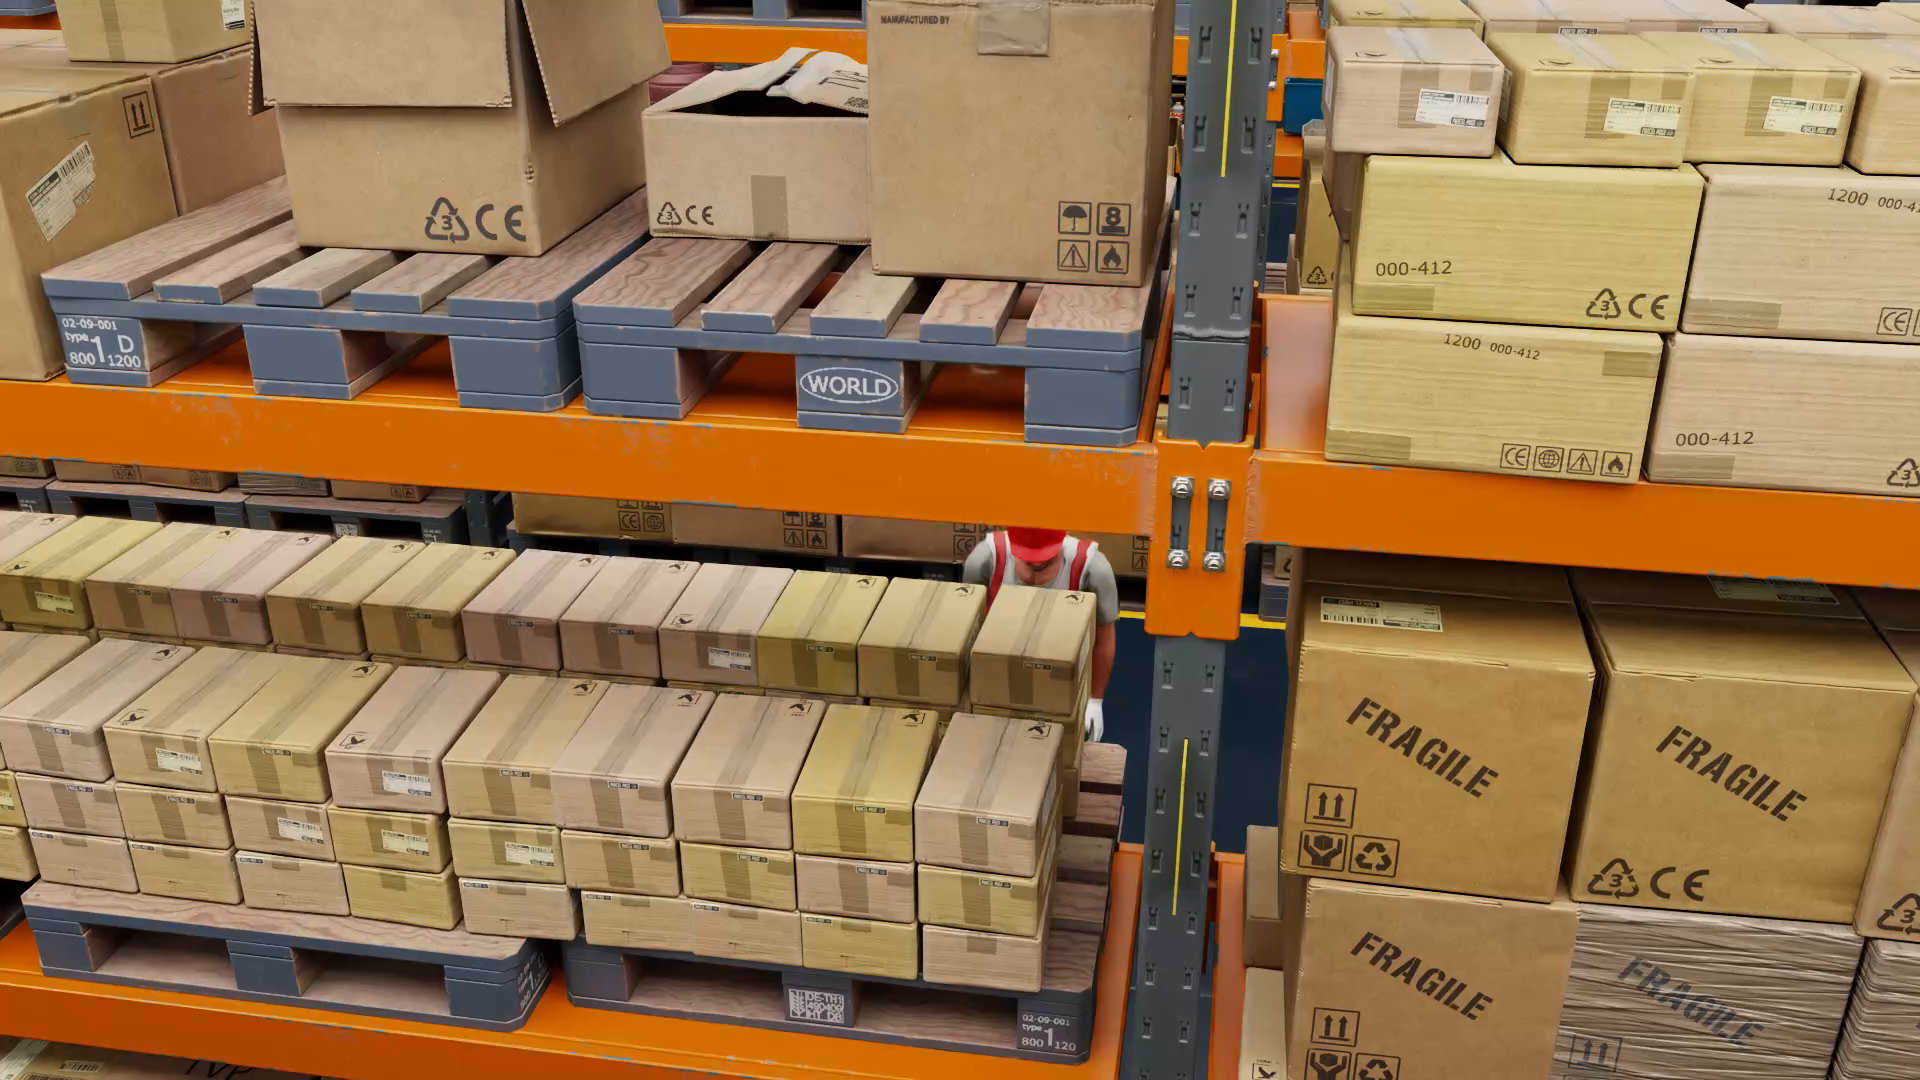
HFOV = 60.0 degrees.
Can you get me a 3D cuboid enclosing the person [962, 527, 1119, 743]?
[{"bbox_3d":[0.272,0.571,5.929,0.551,1.712,0.496,5,25,10],"label":"person"}]
